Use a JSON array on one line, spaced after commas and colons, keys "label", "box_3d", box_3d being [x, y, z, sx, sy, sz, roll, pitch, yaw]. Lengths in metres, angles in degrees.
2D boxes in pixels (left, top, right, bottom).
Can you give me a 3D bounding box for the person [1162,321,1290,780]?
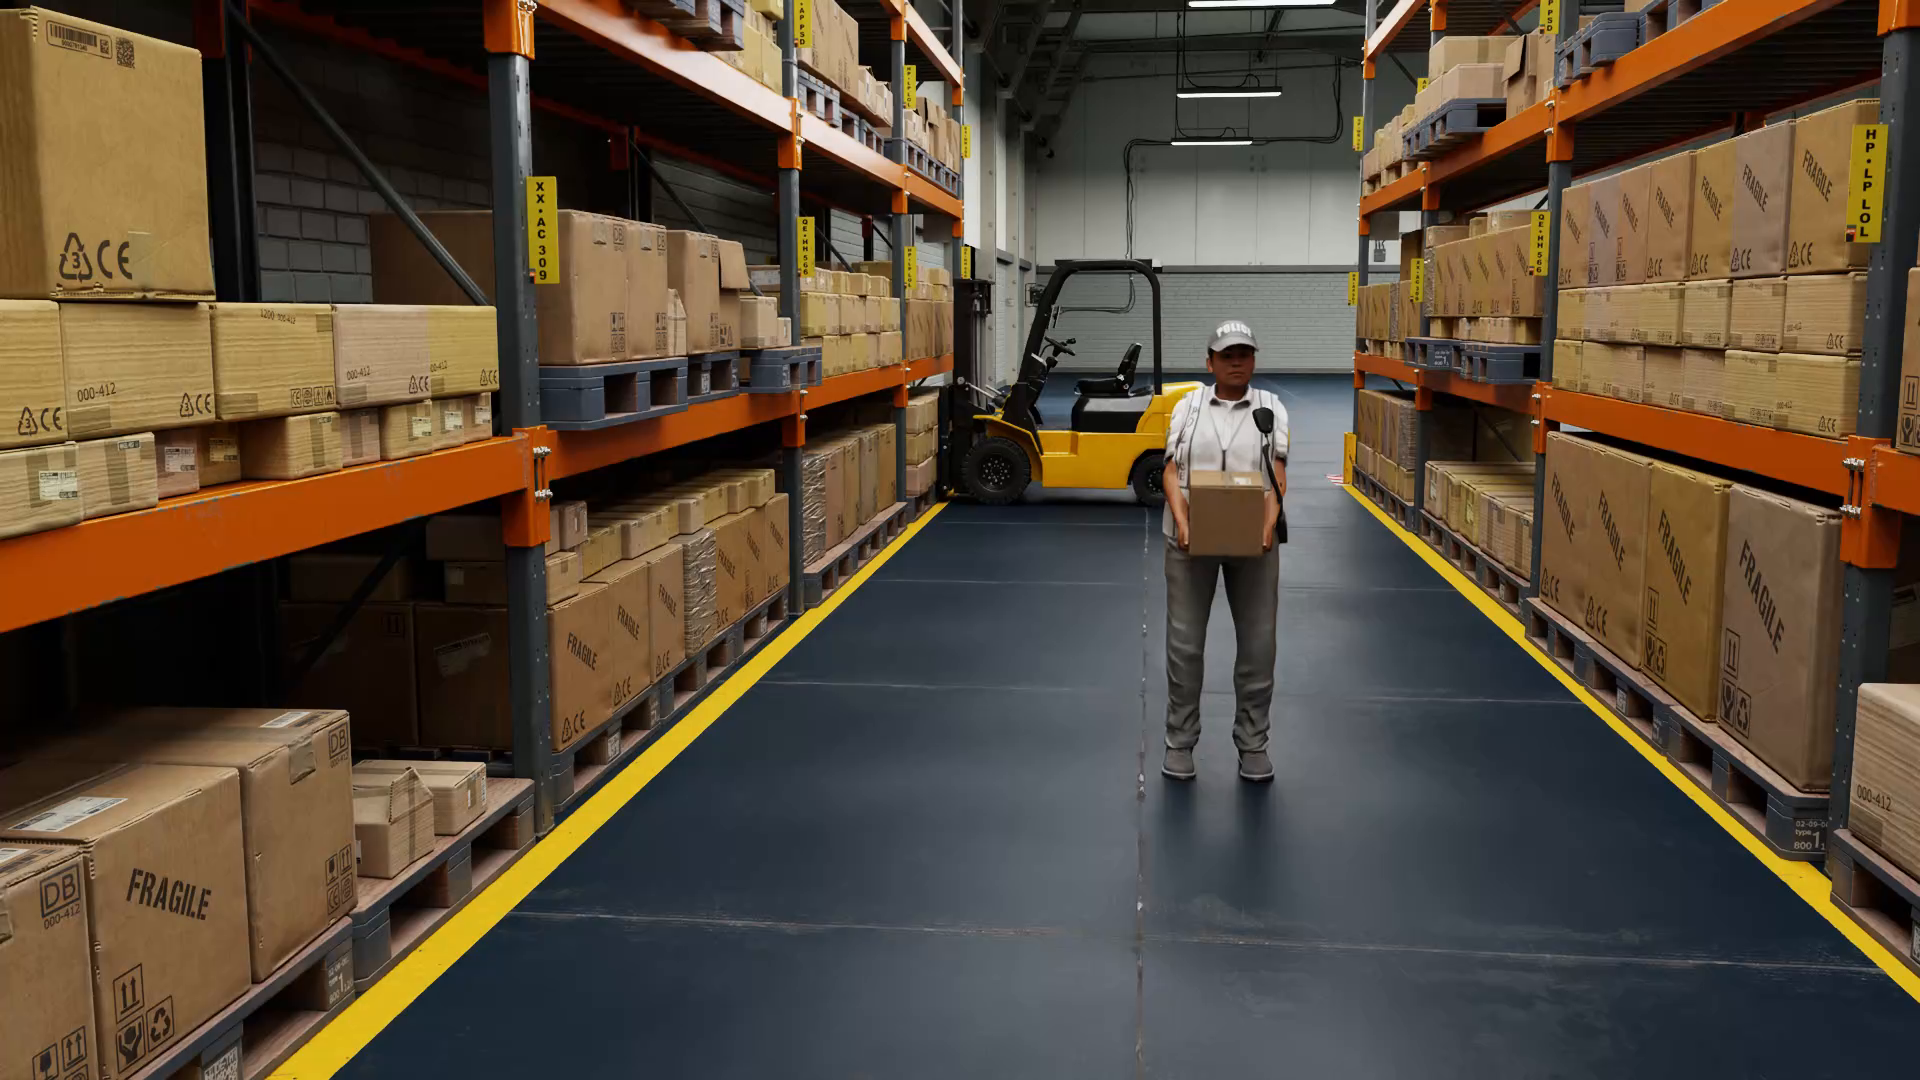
[{"label": "person", "box_3d": [0.957, 0.044, 6.010, 0.454, 1.655, 0.535, 1, 8, 7]}]
